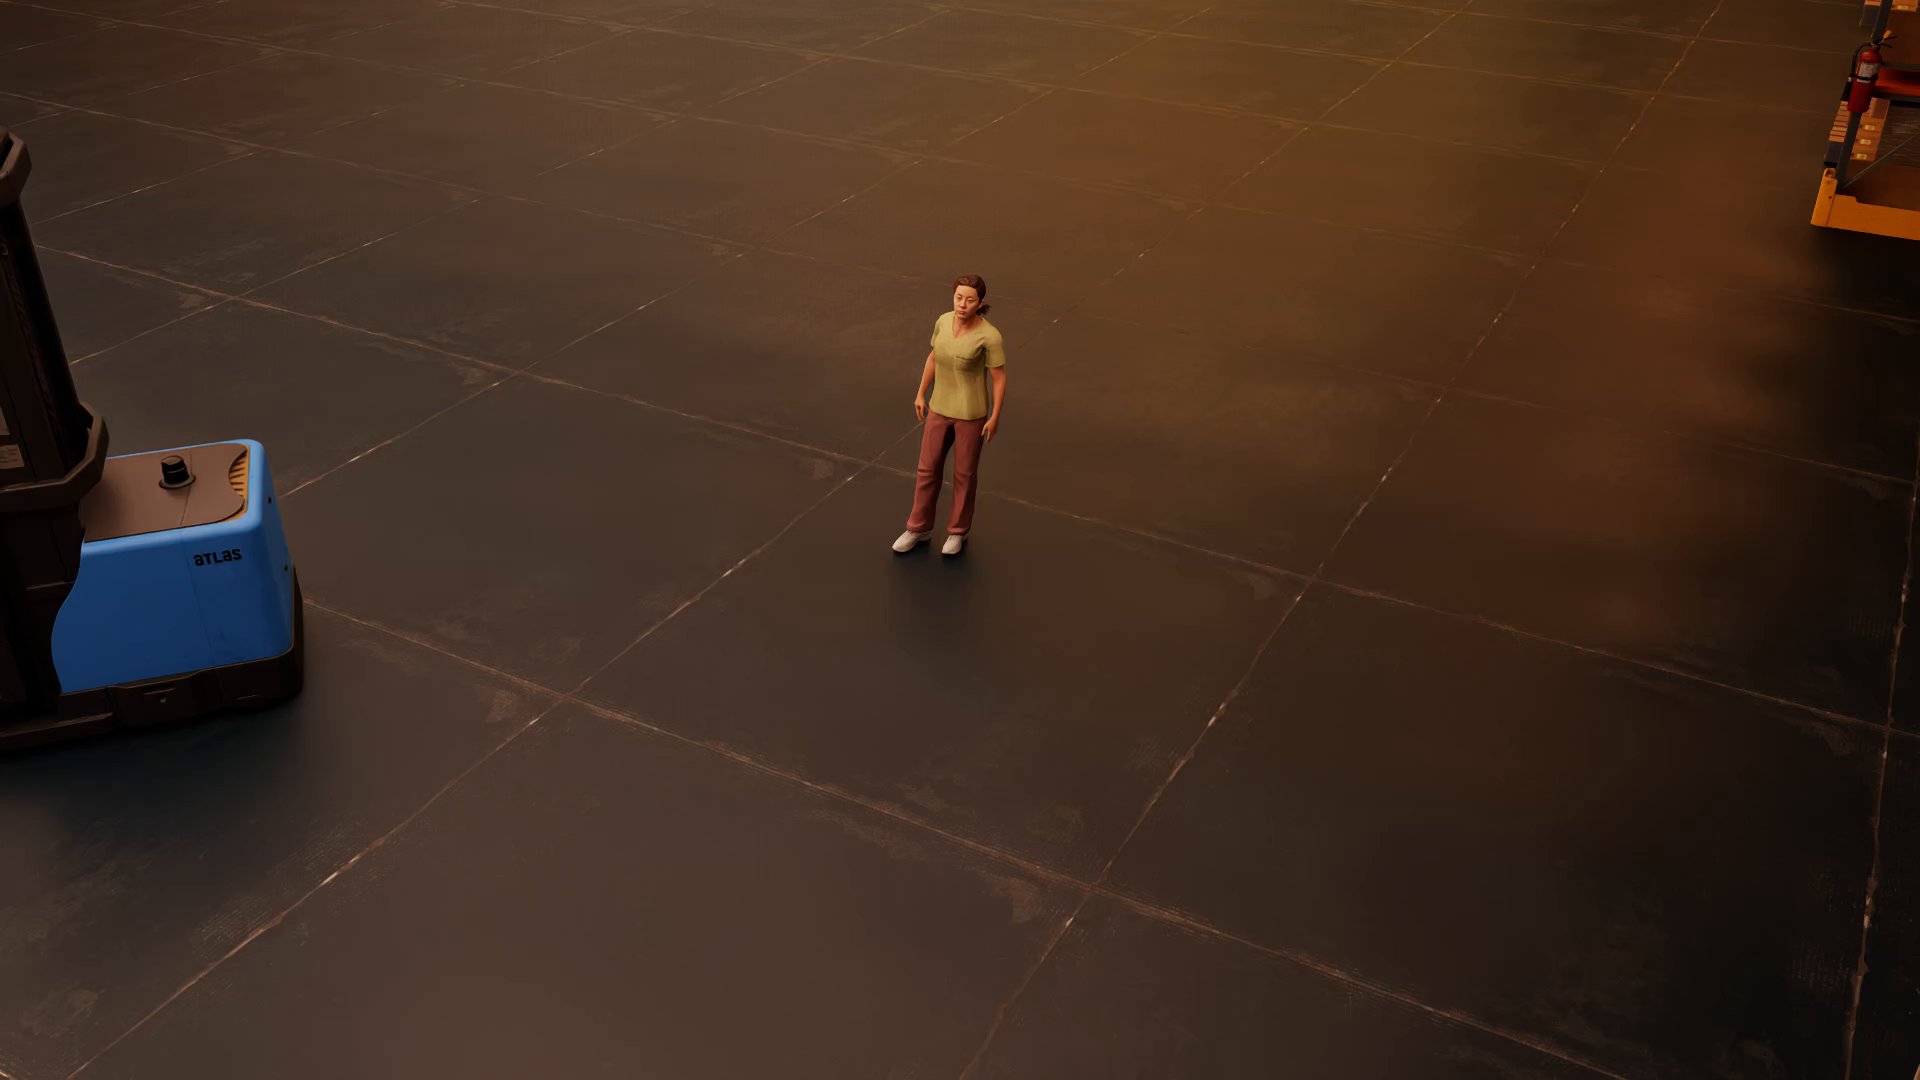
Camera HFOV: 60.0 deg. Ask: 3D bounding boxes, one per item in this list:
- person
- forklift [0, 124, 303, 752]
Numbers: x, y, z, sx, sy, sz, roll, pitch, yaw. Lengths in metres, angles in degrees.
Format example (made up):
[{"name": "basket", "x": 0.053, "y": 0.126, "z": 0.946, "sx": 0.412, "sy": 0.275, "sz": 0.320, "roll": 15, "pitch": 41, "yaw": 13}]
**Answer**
[{"name": "person", "x": -0.046, "y": -0.703, "z": 9.529, "sx": 0.553, "sy": 1.673, "sz": 0.548, "roll": 15, "pitch": 33, "yaw": 25}, {"name": "forklift", "x": -4.959, "y": -0.420, "z": 7.799, "sx": 3.031, "sy": 2.935, "sz": 1.130, "roll": -10, "pitch": 31, "yaw": -17}]
